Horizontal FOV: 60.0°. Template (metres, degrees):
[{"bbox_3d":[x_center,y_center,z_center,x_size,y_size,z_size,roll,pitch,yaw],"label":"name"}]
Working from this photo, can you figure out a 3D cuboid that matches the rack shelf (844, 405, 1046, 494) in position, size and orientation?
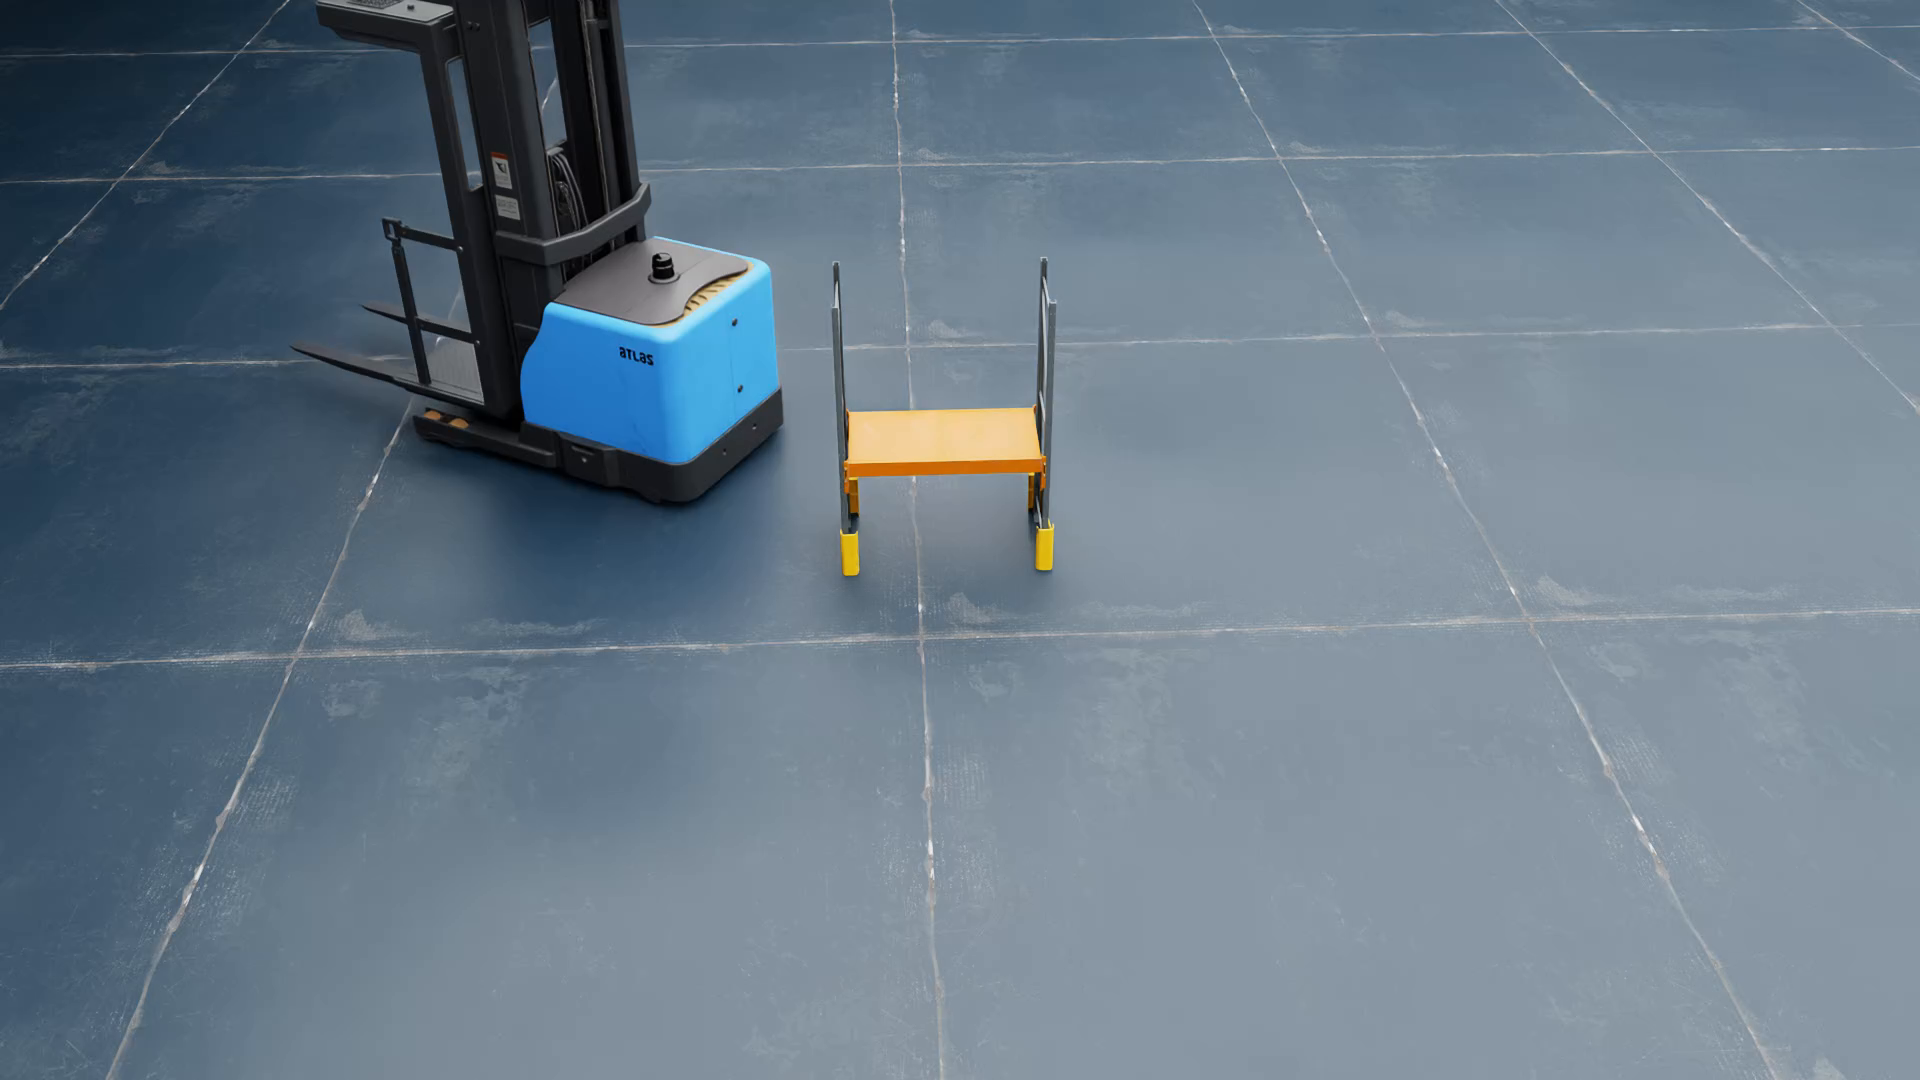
[{"bbox_3d":[-0.085,-0.467,8.458,1.000,0.185,0.538,-2,35,-2],"label":"rack shelf"}]

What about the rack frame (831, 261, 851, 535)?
[{"bbox_3d":[-0.593,-0.601,8.336,0.032,1.500,0.500,-2,35,-2],"label":"rack frame"}]

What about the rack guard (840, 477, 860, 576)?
[{"bbox_3d":[-0.574,-0.087,8.693,0.087,0.250,0.587,-2,35,-2],"label":"rack guard"}]

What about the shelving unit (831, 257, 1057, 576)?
[{"bbox_3d":[-0.076,-0.615,8.356,1.083,1.500,0.587,-2,35,-2],"label":"shelving unit"}]

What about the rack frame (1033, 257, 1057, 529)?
[{"bbox_3d":[0.423,-0.628,8.376,0.032,1.500,0.500,-2,35,-2],"label":"rack frame"}]

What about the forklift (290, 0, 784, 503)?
[{"bbox_3d":[-2.574,-1.983,9.076,3.031,2.935,1.130,16,38,22],"label":"forklift"}]

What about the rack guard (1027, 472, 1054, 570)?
[{"bbox_3d":[0.421,-0.114,8.732,0.087,0.250,0.587,-2,35,-2],"label":"rack guard"}]
